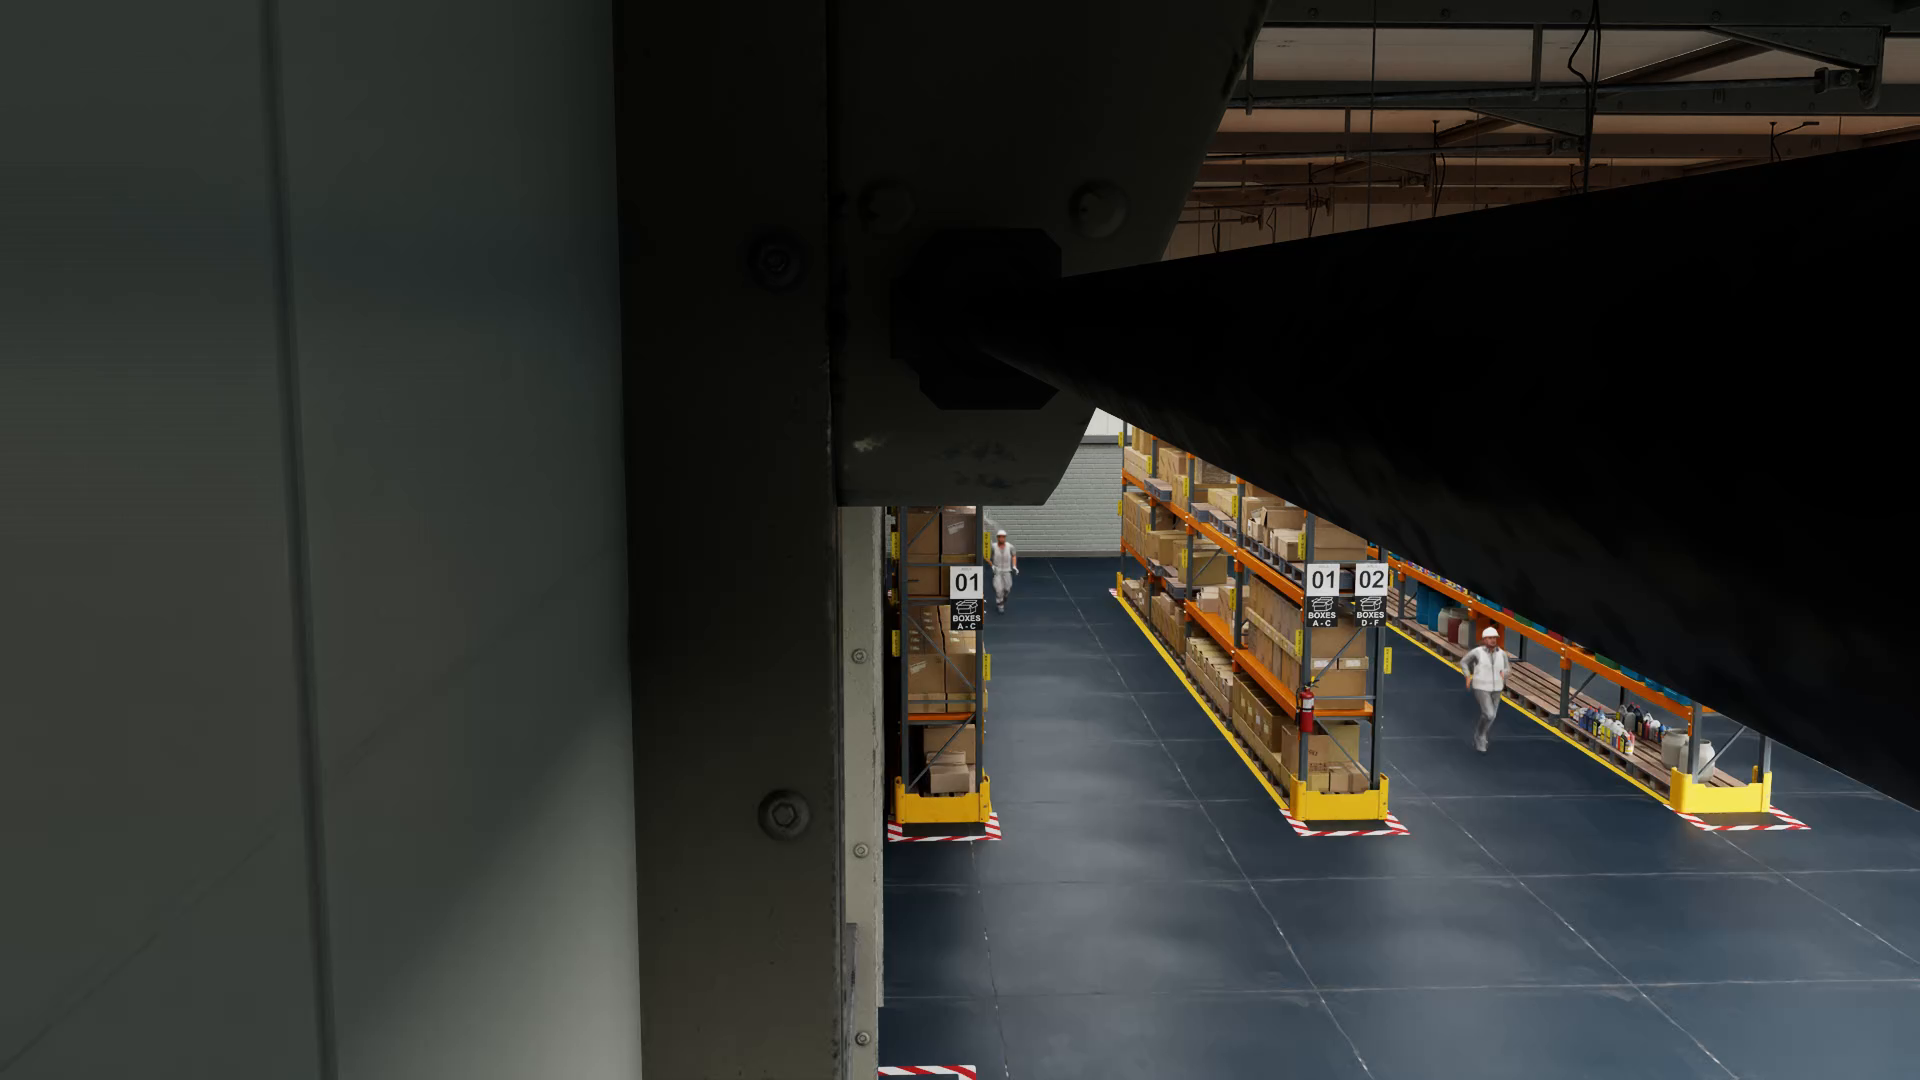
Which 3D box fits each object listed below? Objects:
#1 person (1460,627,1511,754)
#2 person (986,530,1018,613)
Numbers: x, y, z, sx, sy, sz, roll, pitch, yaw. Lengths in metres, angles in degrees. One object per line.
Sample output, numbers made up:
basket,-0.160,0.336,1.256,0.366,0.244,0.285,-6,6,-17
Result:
person,7.531,2.140,23.704,0.612,1.800,0.725,-2,8,-13
person,0.867,0.646,34.427,0.653,1.728,0.633,-1,8,-7
